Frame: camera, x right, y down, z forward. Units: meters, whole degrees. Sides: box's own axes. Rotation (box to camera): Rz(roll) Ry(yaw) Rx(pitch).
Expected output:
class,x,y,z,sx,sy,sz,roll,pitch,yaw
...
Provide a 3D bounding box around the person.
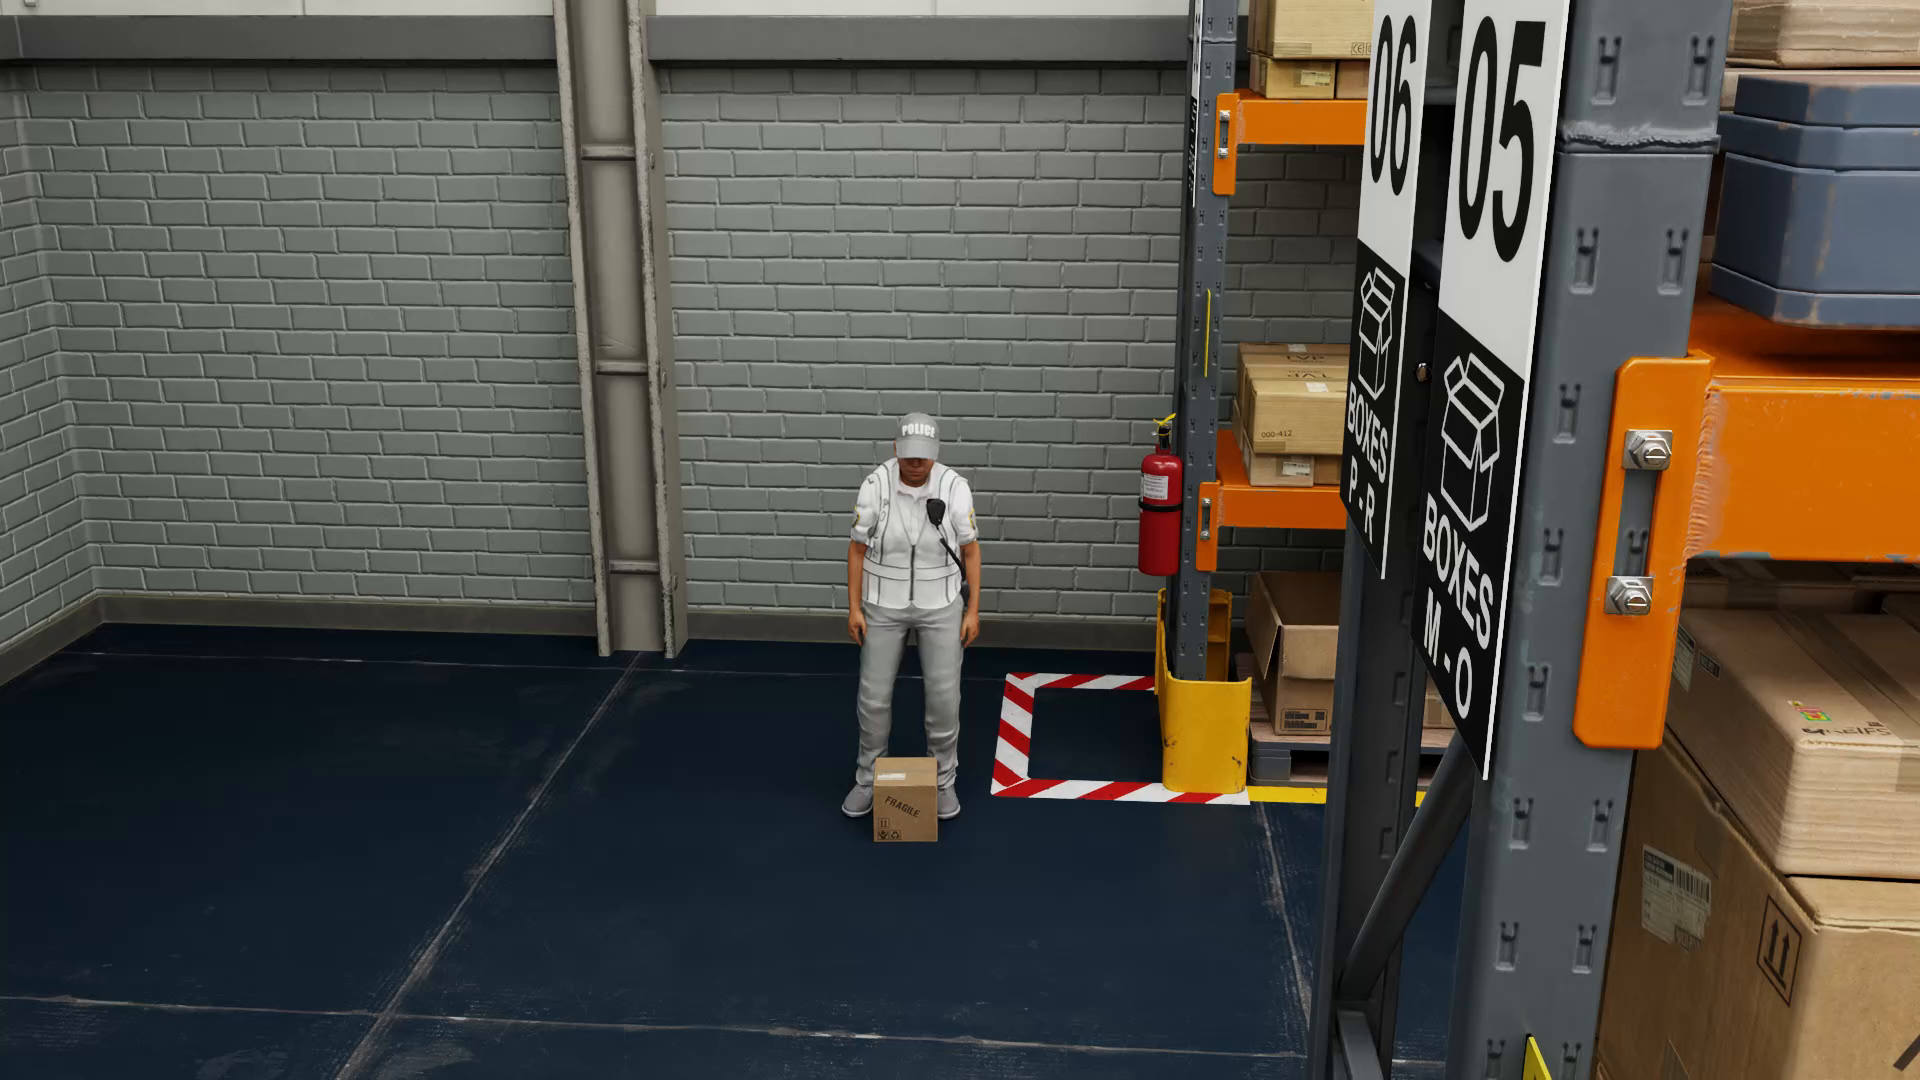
class,x,y,z,sx,sy,sz,roll,pitch,yaw
person,-0.199,0.292,6.619,0.564,1.667,0.465,0,18,1
